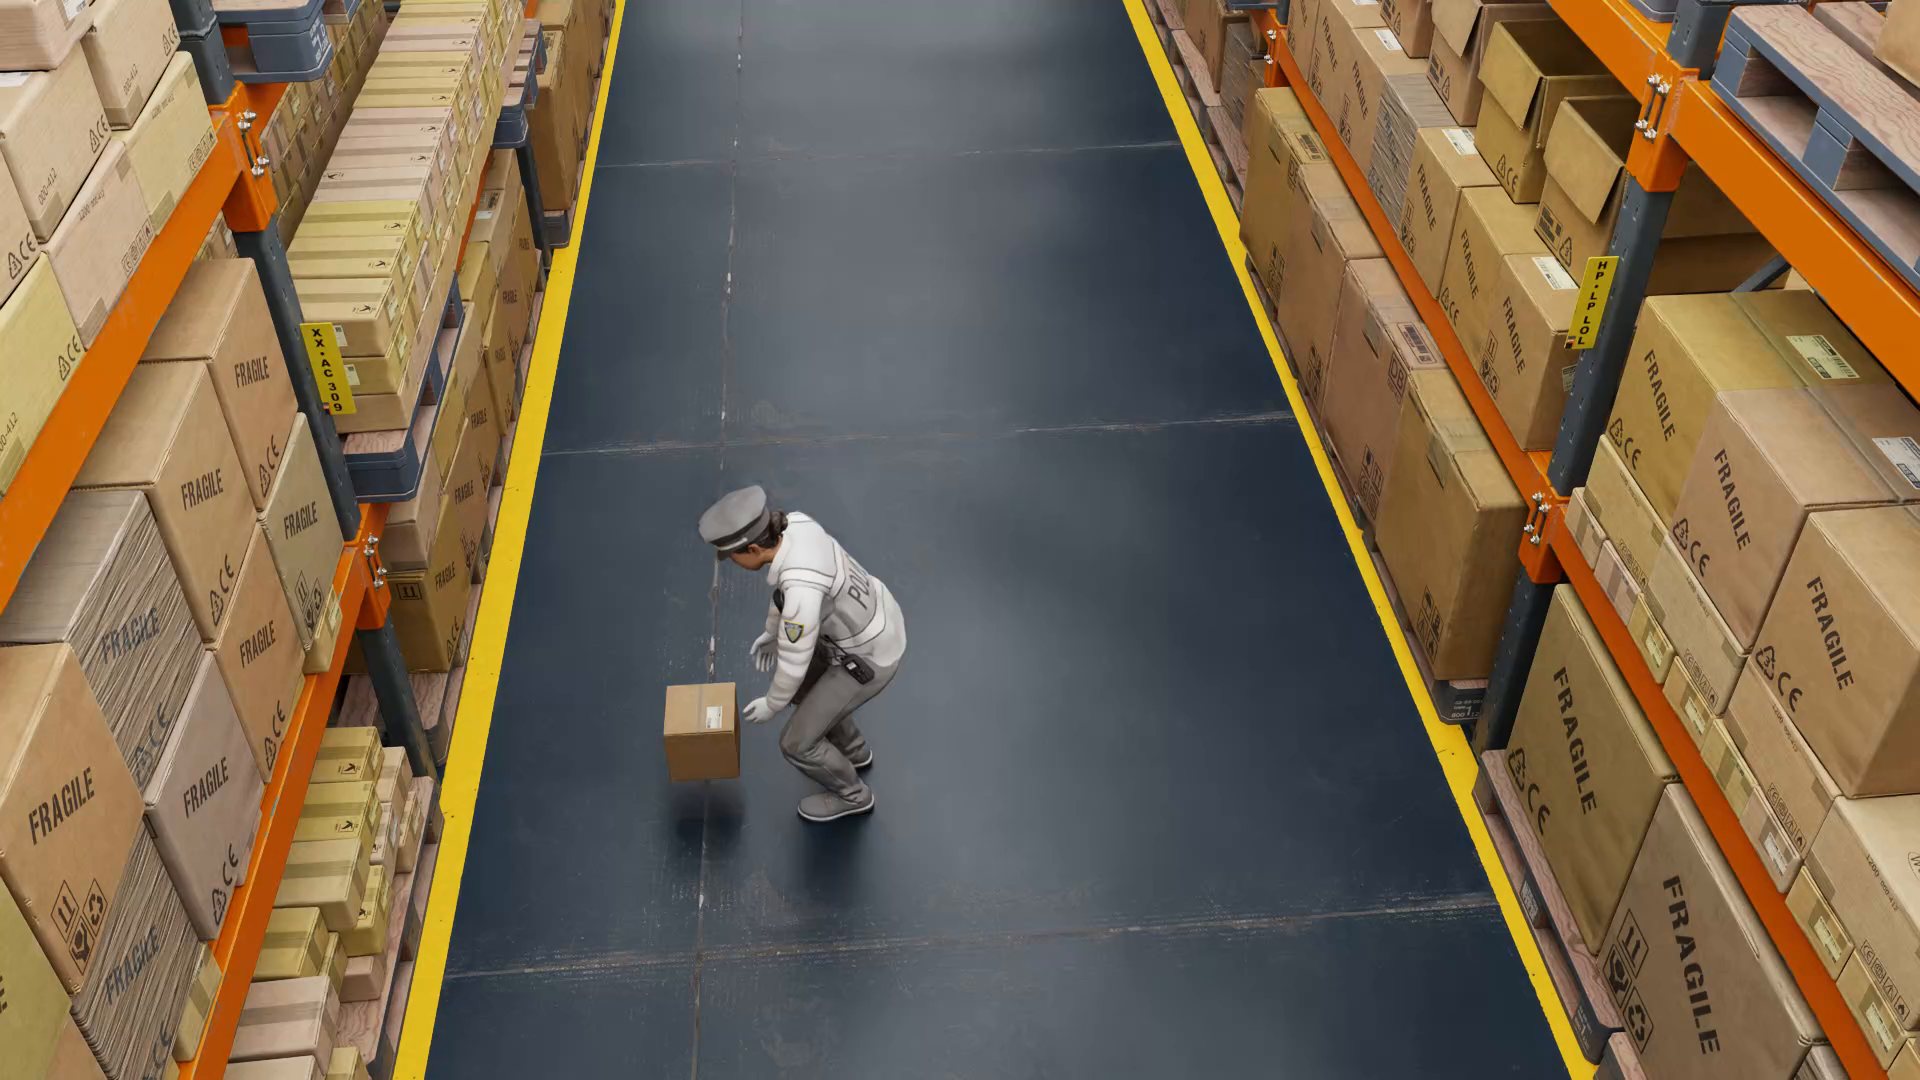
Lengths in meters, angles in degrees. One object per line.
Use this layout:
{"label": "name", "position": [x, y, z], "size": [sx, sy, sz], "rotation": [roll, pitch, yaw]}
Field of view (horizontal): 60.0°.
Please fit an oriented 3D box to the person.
{"label": "person", "position": [-0.524, 0.410, 5.847], "size": [0.673, 1.430, 0.534], "rotation": [-3, 39, -4]}
